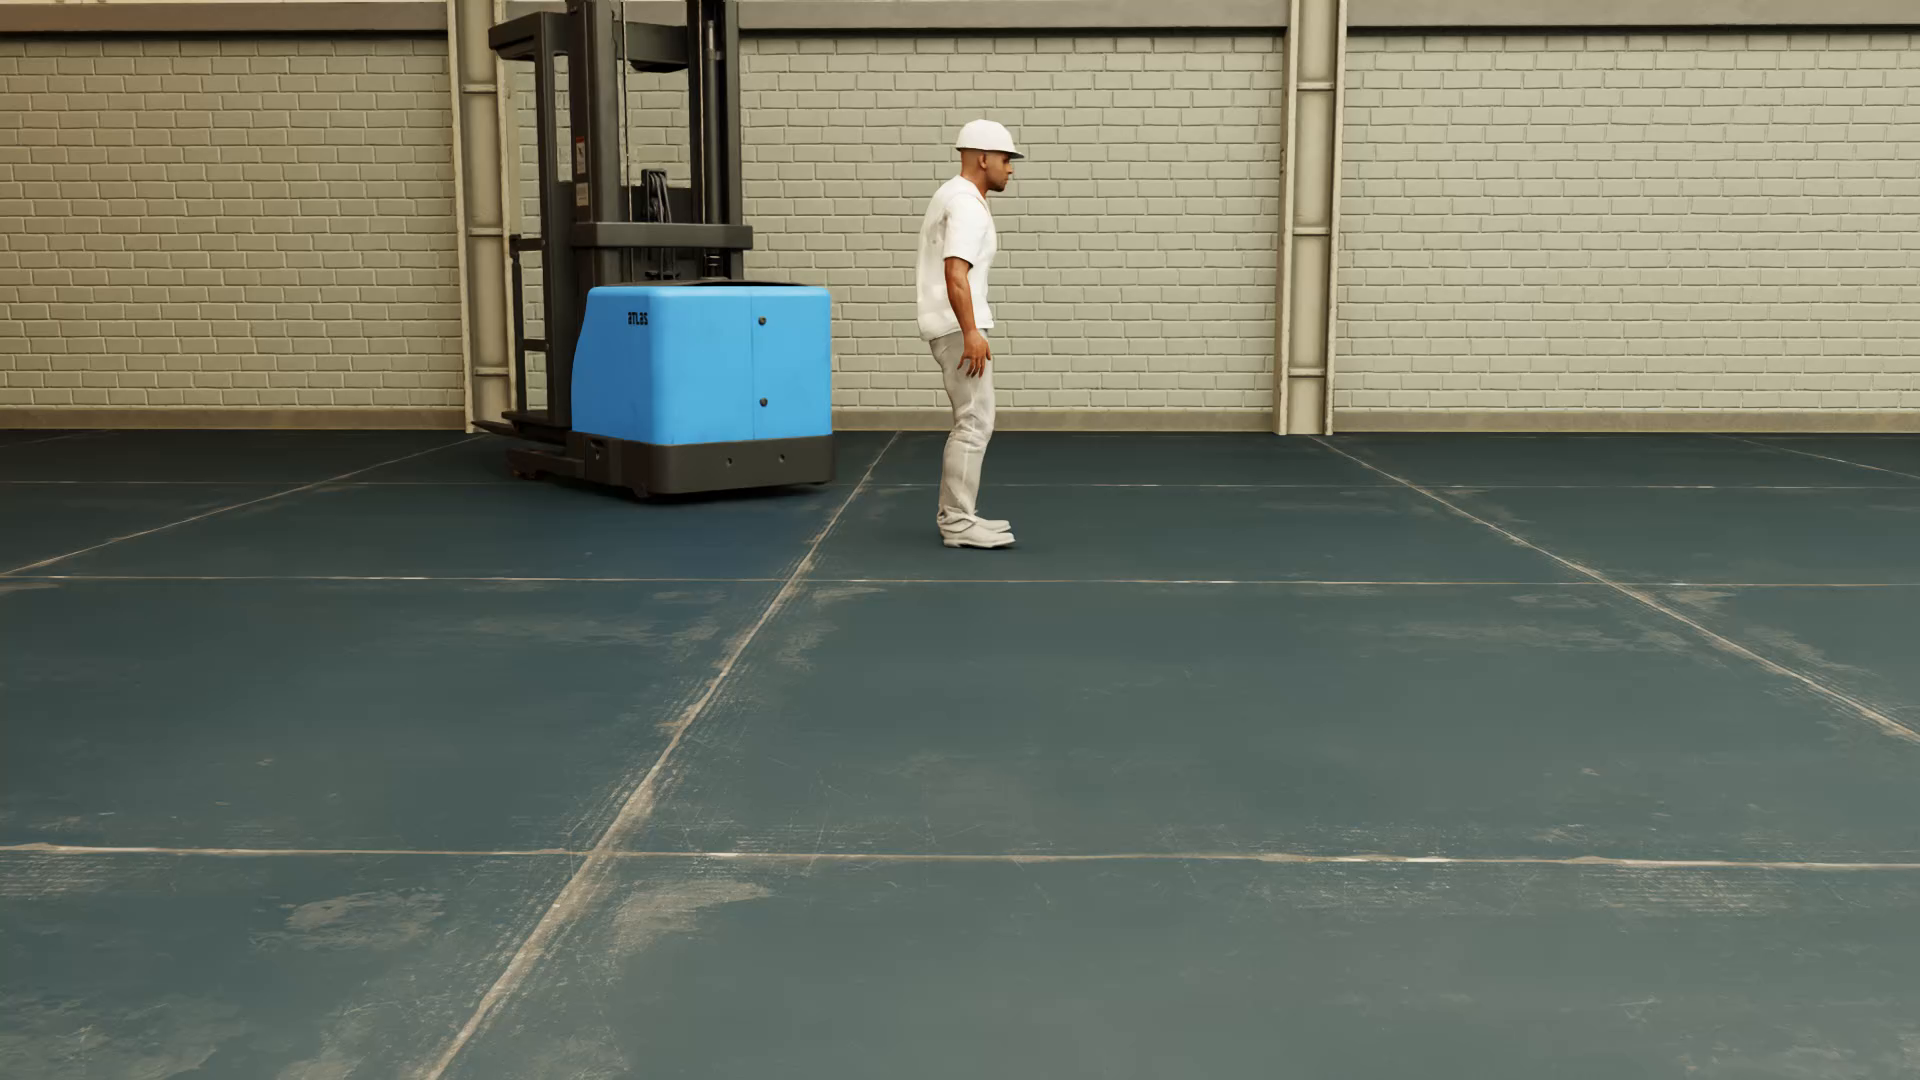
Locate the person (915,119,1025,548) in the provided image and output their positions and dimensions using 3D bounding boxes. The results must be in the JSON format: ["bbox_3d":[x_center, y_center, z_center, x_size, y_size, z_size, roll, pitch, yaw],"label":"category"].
[{"bbox_3d":[0.040,-0.869,7.002,0.460,1.760,0.626,0,9,-1],"label":"person"}]

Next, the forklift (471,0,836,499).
[{"bbox_3d":[-1.937,-1.827,9.380,1.130,2.935,3.031,-6,11,-36],"label":"forklift"}]
